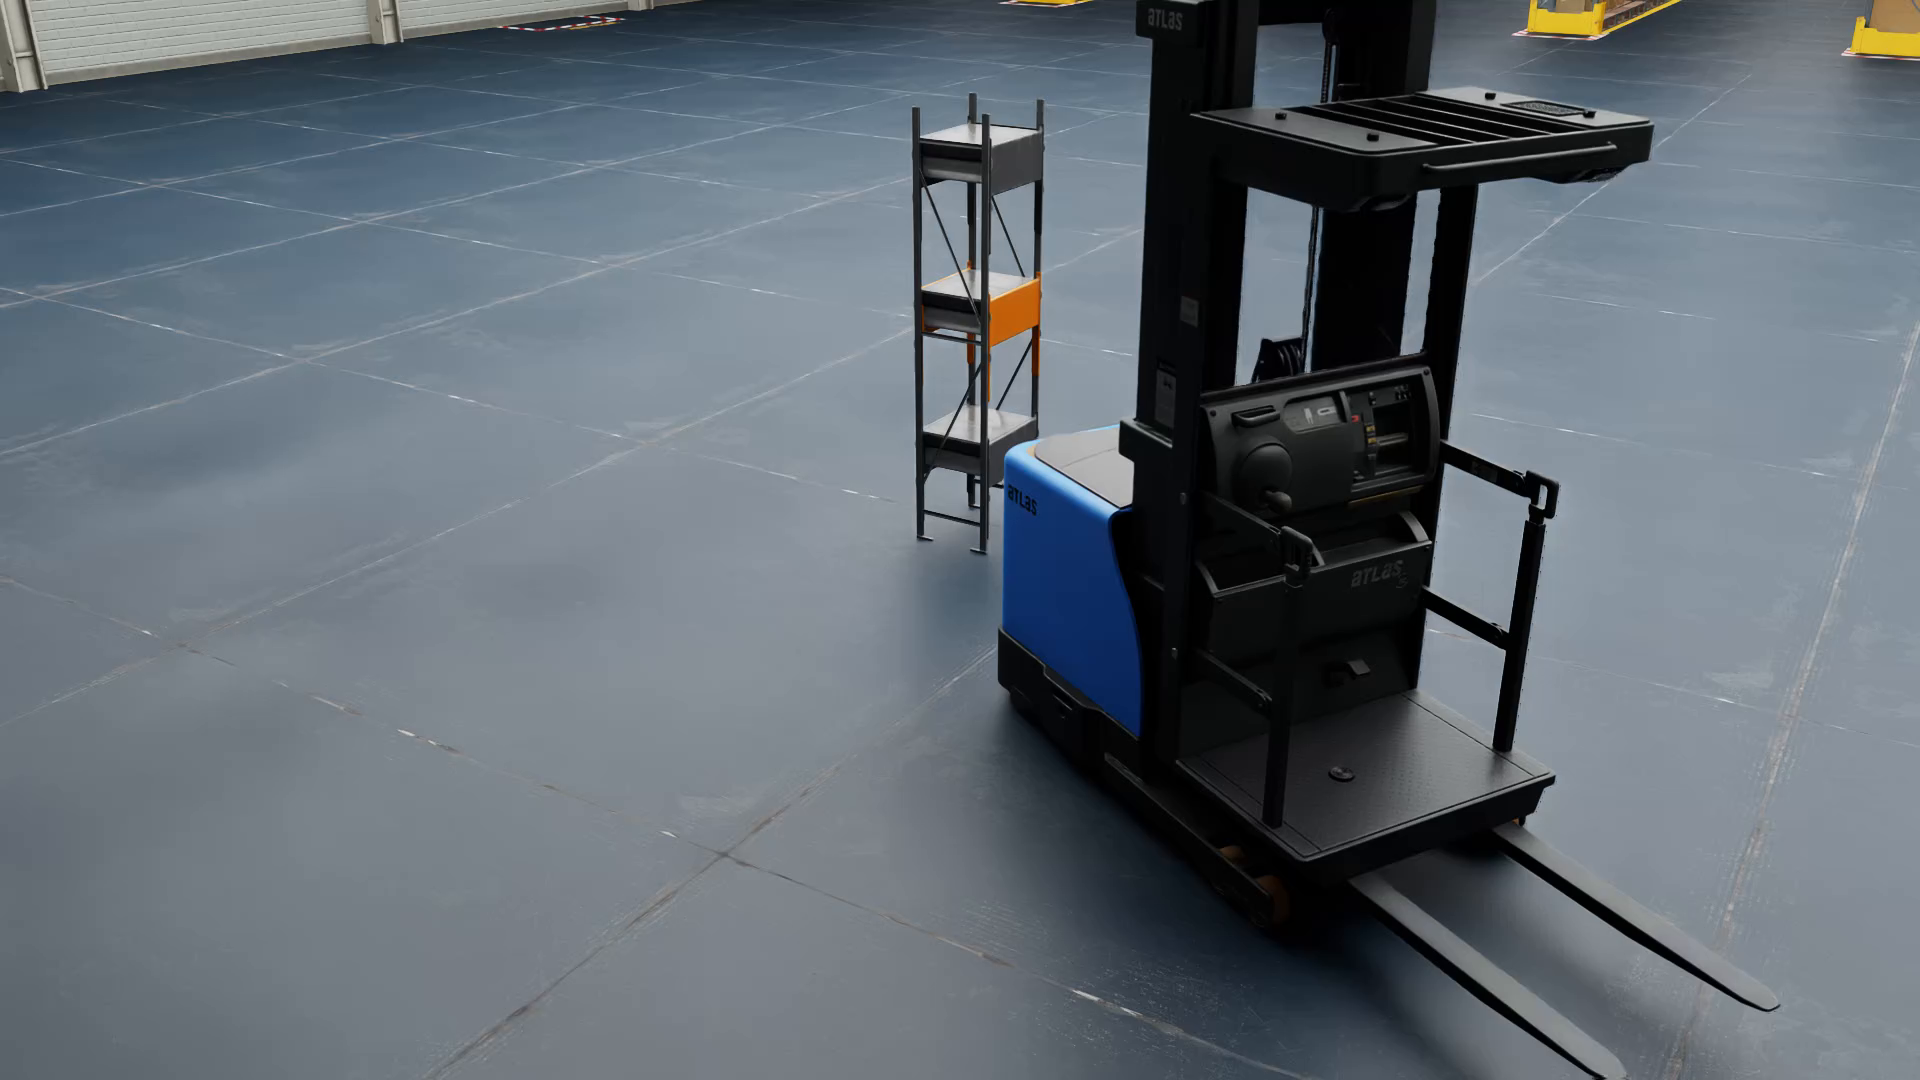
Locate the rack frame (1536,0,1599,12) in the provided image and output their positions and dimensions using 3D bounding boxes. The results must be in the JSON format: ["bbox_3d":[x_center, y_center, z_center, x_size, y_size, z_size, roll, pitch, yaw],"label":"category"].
[{"bbox_3d":[10.121,-9.891,27.322,1.000,3.000,0.127,14,27,29],"label":"rack frame"}]

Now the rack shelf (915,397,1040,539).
[{"bbox_3d":[0.087,-0.365,8.245,0.431,0.518,0.480,14,27,29],"label":"rack shelf"}]

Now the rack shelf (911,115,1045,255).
[{"bbox_3d":[0.087,-1.649,7.689,0.431,0.518,0.480,14,27,29],"label":"rack shelf"}]

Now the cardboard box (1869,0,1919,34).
[{"bbox_3d":[14.583,-8.278,25.741,0.875,0.875,0.875,14,27,29],"label":"cardboard box"}]

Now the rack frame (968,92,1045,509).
[{"bbox_3d":[0.216,-1.102,8.152,0.400,2.100,0.015,14,27,29],"label":"rack frame"}]

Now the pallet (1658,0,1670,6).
[{"bbox_3d":[13.283,-10.638,32.557,1.003,0.211,1.213,14,27,29],"label":"pallet"}]

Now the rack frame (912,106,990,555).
[{"bbox_3d":[-0.041,-0.937,7.772,0.400,2.100,0.015,14,27,29],"label":"rack frame"}]

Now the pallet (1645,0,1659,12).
[{"bbox_3d":[12.640,-10.224,31.602,1.003,0.211,1.213,14,27,29],"label":"pallet"}]

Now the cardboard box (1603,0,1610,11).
[{"bbox_3d":[11.097,-9.560,29.175,0.500,0.500,0.500,17,29,34],"label":"cardboard box"}]

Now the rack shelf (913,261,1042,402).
[{"bbox_3d":[0.087,-1.007,7.967,0.431,0.518,0.480,14,27,29],"label":"rack shelf"}]

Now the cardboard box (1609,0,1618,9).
[{"bbox_3d":[11.429,-9.739,29.589,0.500,0.500,0.500,11,26,24],"label":"cardboard box"}]

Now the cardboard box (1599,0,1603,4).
[{"bbox_3d":[10.750,-9.353,28.696,0.500,0.500,0.500,-20,31,-39],"label":"cardboard box"}]

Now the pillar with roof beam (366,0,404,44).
[{"bbox_3d":[-5.542,-11.223,22.848,9.100,9.000,0.400,14,27,29],"label":"pillar with roof beam"}]

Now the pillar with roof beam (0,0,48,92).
[{"bbox_3d":[-8.707,-9.198,18.170,9.100,9.000,0.400,14,27,29],"label":"pillar with roof beam"}]

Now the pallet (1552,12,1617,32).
[{"bbox_3d":[10.619,-8.904,28.551,1.003,0.211,1.213,14,27,29],"label":"pallet"}]

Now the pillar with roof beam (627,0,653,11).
[{"bbox_3d":[-2.377,-13.248,27.526,9.100,9.000,0.400,14,27,29],"label":"pillar with roof beam"}]

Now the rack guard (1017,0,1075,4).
[{"bbox_3d":[1.694,-10.813,32.598,1.175,0.500,0.348,14,27,29],"label":"rack guard"}]

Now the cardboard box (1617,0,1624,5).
[{"bbox_3d":[11.690,-9.965,30.111,0.500,0.500,0.500,-18,29,-36],"label":"cardboard box"}]

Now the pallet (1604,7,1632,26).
[{"bbox_3d":[11.264,-9.314,29.499,1.003,0.211,1.213,14,27,29],"label":"pallet"}]

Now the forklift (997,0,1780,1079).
[{"bbox_3d":[1.295,-0.301,5.255,1.130,2.935,3.031,-12,26,-26],"label":"forklift"}]

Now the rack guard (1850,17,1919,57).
[{"bbox_3d":[14.268,-7.662,25.320,1.175,0.500,0.348,14,27,29],"label":"rack guard"}]

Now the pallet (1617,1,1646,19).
[{"bbox_3d":[11.906,-9.727,30.453,1.003,0.211,1.213,14,27,29],"label":"pallet"}]

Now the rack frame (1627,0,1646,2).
[{"bbox_3d":[12.231,-11.241,30.440,1.000,3.000,0.127,14,27,29],"label":"rack frame"}]

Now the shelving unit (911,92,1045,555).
[{"bbox_3d":[0.087,-1.019,7.962,0.431,2.100,0.503,14,27,29],"label":"shelving unit"}]

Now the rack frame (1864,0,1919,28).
[{"bbox_3d":[14.281,-8.817,24.842,1.000,3.000,0.127,14,27,29],"label":"rack frame"}]

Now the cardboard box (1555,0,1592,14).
[{"bbox_3d":[10.464,-9.144,28.214,0.500,0.500,0.500,20,30,38],"label":"cardboard box"}]

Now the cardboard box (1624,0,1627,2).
[{"bbox_3d":[11.986,-10.160,30.561,0.500,0.500,0.500,13,27,27],"label":"cardboard box"}]

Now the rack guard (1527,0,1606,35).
[{"bbox_3d":[10.161,-8.769,27.877,1.175,0.500,0.348,14,27,29],"label":"rack guard"}]
